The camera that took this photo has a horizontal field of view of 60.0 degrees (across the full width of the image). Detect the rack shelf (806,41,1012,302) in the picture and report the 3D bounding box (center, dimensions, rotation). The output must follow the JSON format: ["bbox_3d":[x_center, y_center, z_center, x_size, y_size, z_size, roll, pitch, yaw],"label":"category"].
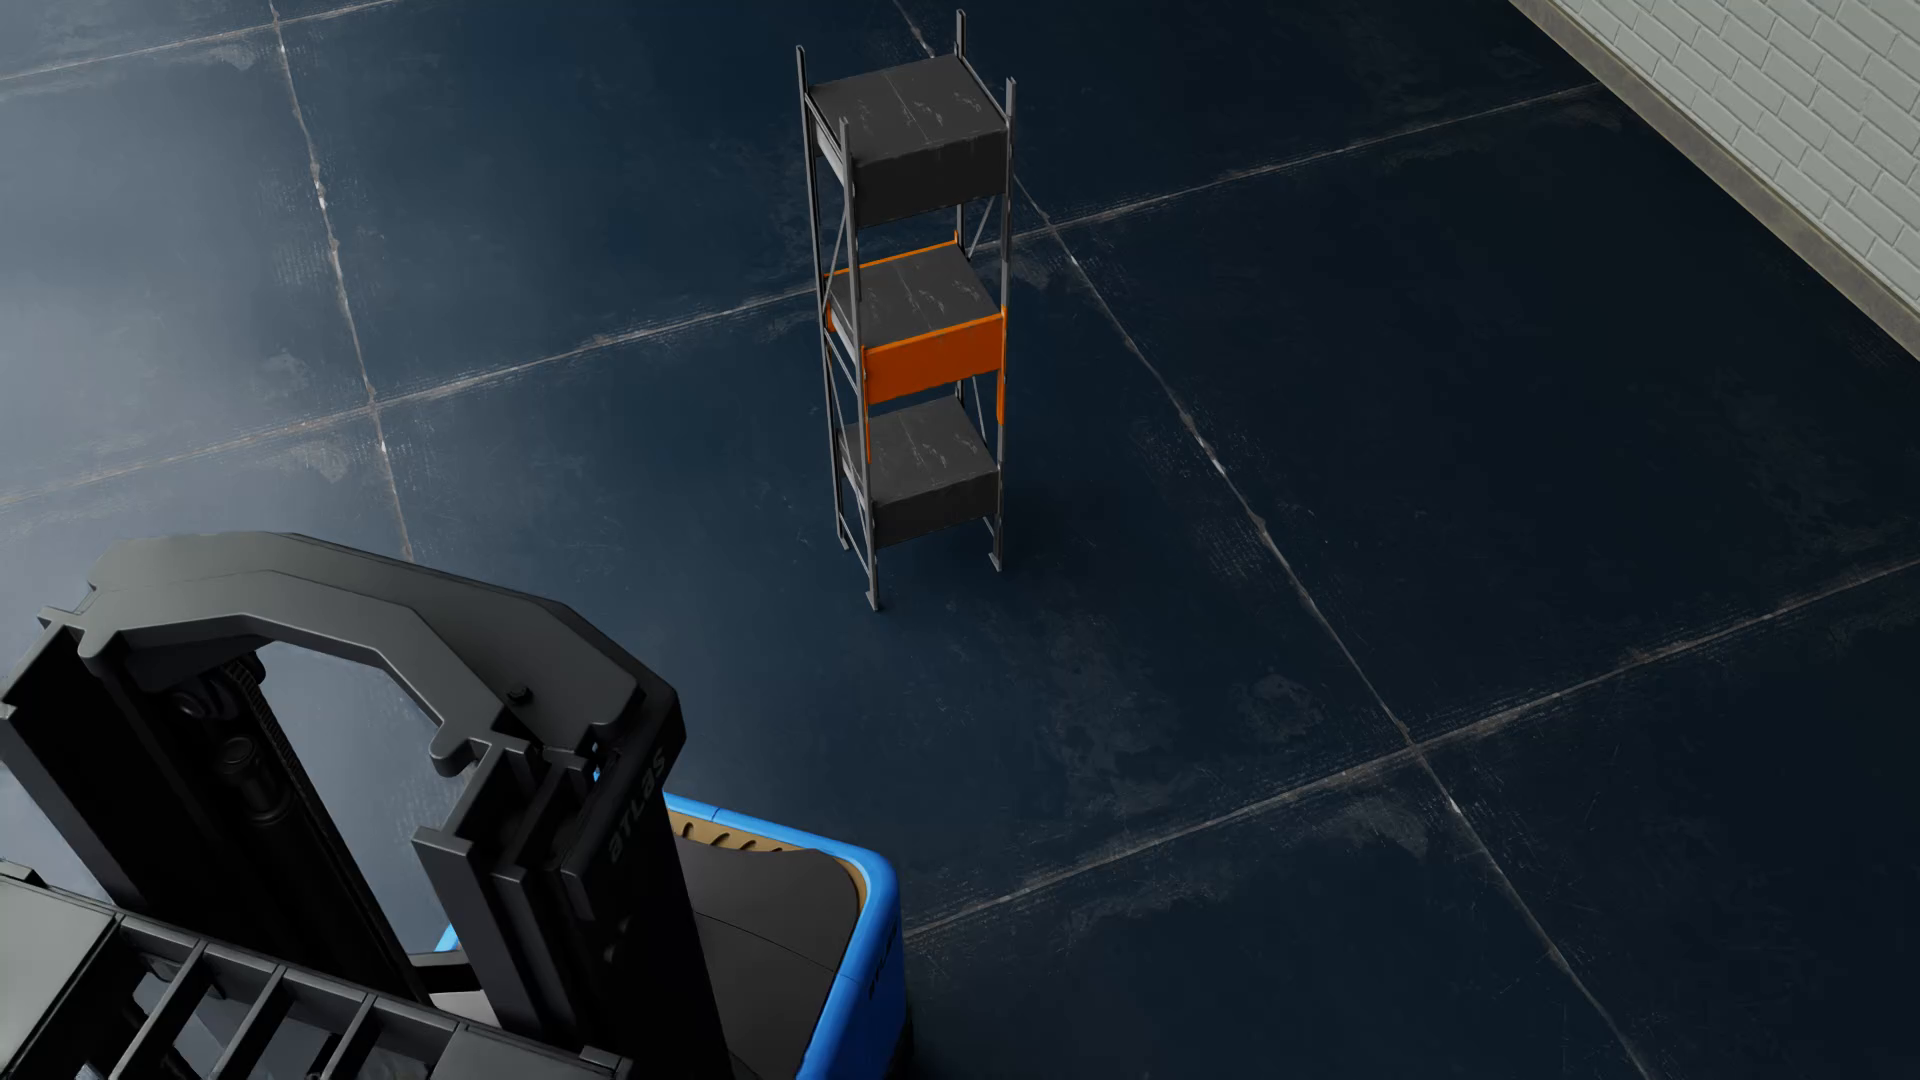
[{"bbox_3d":[-0.153,-1.084,4.892,0.480,0.518,0.431,-17,52,-14],"label":"rack shelf"}]

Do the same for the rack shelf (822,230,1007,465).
[{"bbox_3d":[-0.153,-0.628,5.423,0.480,0.518,0.431,-17,52,-14],"label":"rack shelf"}]

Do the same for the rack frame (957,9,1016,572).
[{"bbox_3d":[0.073,-0.707,5.473,0.015,2.100,0.400,-17,52,-14],"label":"rack frame"}]

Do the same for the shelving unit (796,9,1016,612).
[{"bbox_3d":[-0.153,-0.637,5.413,0.503,2.100,0.431,-17,52,-14],"label":"shelving unit"}]

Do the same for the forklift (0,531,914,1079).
[{"bbox_3d":[-1.066,1.499,3.031,1.130,2.935,3.031,14,51,11],"label":"forklift"}]

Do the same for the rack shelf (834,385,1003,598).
[{"bbox_3d":[-0.153,-0.172,5.954,0.480,0.518,0.431,-17,52,-14],"label":"rack shelf"}]

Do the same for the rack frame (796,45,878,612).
[{"bbox_3d":[-0.379,-0.567,5.353,0.015,2.100,0.400,-17,52,-14],"label":"rack frame"}]
